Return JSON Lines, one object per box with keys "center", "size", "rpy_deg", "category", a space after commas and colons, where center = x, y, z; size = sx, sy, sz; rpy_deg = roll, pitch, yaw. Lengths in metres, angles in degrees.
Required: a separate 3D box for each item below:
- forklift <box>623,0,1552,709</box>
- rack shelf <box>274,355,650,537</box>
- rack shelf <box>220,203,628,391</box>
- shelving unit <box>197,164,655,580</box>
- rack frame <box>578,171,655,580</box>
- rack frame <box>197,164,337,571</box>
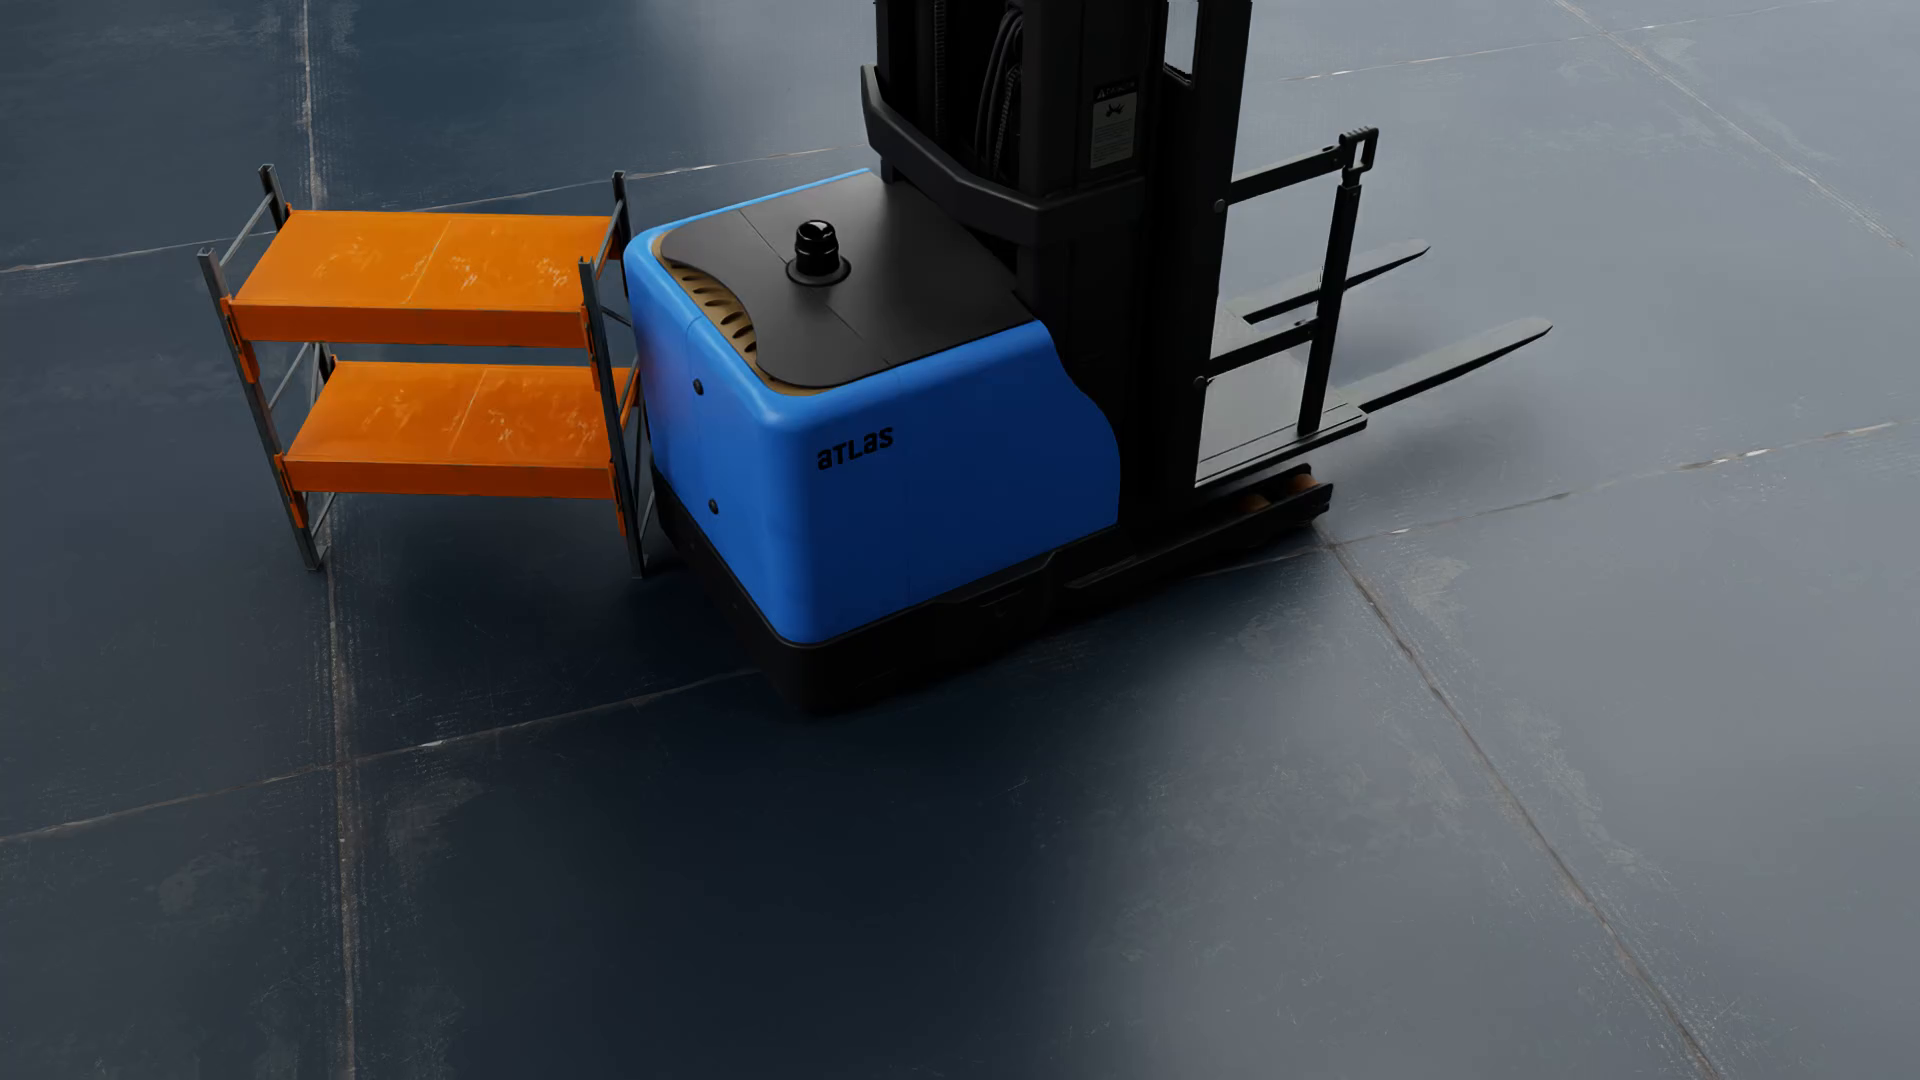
{"center": [0.585, -1.360, 4.579], "size": [3.031, 2.935, 1.130], "rpy_deg": [-21, 45, -23], "category": "forklift"}
{"center": [-1.488, -0.296, 5.105], "size": [1.000, 0.278, 0.538], "rpy_deg": [2, 41, 2], "category": "rack shelf"}
{"center": [-1.488, -0.700, 4.752], "size": [1.000, 0.278, 0.538], "rpy_deg": [2, 41, 2], "category": "rack shelf"}
{"center": [-1.488, -0.480, 4.944], "size": [1.048, 1.125, 0.538], "rpy_deg": [2, 41, 2], "category": "shelving unit"}
{"center": [-0.981, -0.467, 4.929], "size": [0.032, 1.125, 0.500], "rpy_deg": [2, 41, 2], "category": "rack frame"}
{"center": [-1.996, -0.493, 4.960], "size": [0.032, 1.125, 0.500], "rpy_deg": [2, 41, 2], "category": "rack frame"}
